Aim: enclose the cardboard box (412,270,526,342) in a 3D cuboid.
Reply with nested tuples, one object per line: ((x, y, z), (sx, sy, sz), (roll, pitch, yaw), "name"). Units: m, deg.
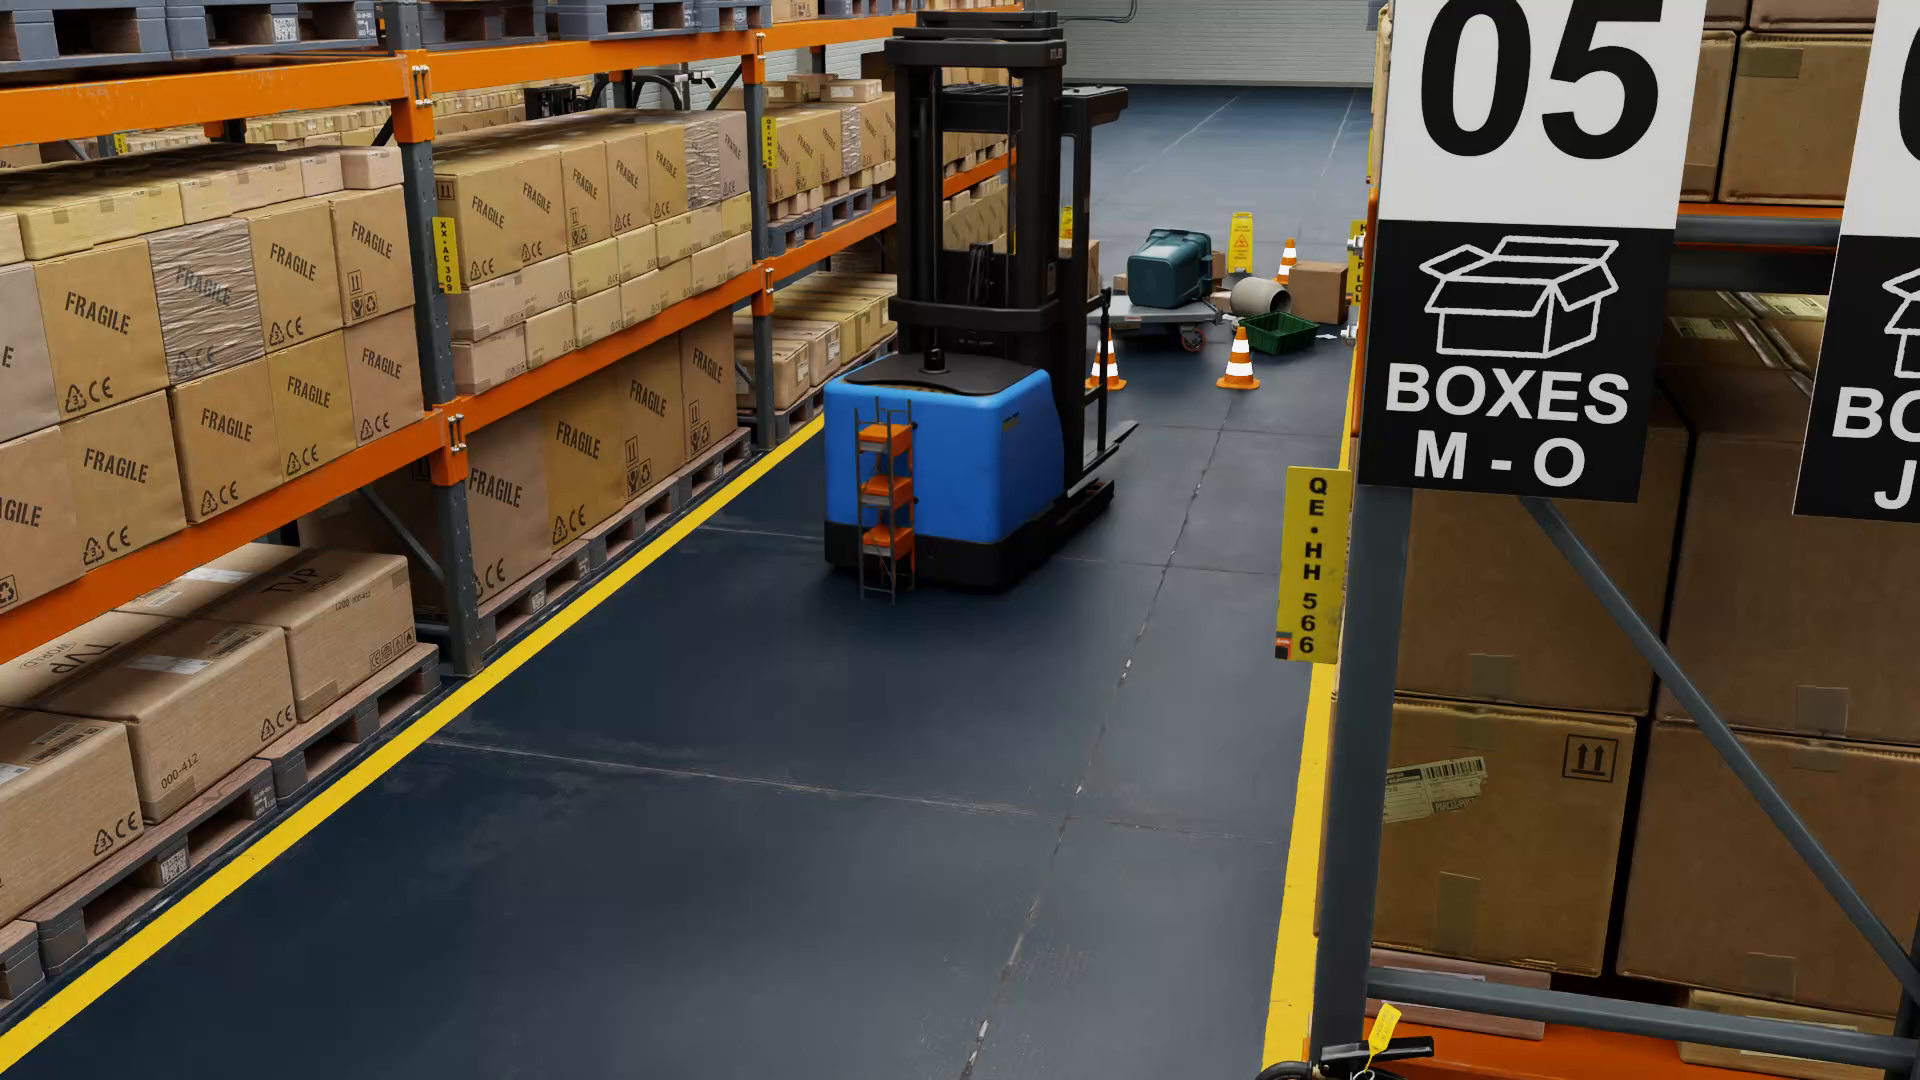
((-2.373, -1.104, 7.737), (0.500, 0.250, 0.500), (4, 19, 12), "cardboard box")

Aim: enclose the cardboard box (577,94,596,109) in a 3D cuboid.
((-4.502, -4.847, 19.082), (0.500, 0.500, 0.500), (4, 19, 12), "cardboard box")

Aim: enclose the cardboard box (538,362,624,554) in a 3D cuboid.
((-2.467, -0.500, 9.149), (0.875, 0.875, 0.875), (5, 20, 15), "cardboard box")

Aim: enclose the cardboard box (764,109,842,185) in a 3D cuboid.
((-1.198, -2.917, 12.321), (0.500, 0.500, 0.500), (5, 19, 14), "cardboard box")

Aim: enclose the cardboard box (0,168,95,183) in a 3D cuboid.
((-3.364, -1.252, 6.008), (0.380, 0.149, 0.250), (4, 19, 12), "cardboard box")

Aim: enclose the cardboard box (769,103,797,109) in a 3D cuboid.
((-1.563, -3.120, 12.916), (0.500, 0.500, 0.500), (4, 19, 11), "cardboard box")

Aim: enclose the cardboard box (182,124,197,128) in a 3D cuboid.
((-6.518, -3.349, 13.695), (0.380, 0.149, 0.250), (4, 19, 12), "cardboard box")

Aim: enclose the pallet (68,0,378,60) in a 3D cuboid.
((-2.964, -1.944, 6.236), (1.003, 0.211, 1.213), (5, 19, 13), "pallet")

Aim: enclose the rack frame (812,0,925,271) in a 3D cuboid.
((-0.799, -3.330, 14.796), (1.000, 3.000, 0.127), (5, 19, 13), "rack frame")

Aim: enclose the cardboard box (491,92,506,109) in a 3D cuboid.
((-4.940, -4.553, 17.219), (0.380, 0.149, 0.250), (4, 19, 12), "cardboard box")

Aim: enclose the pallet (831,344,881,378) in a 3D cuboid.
((-1.284, -1.383, 13.409), (1.003, 0.211, 1.213), (5, 19, 13), "pallet")

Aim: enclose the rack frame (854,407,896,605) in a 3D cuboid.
((-0.436, -0.165, 8.546), (0.200, 1.050, 0.008), (8, 22, 22), "rack frame")

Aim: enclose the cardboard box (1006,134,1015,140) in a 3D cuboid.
((0.313, -4.580, 17.841), (0.500, 0.500, 0.500), (4, 19, 12), "cardboard box")

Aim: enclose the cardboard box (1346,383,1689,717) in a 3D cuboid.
((0.964, -0.034, 2.984), (0.500, 0.500, 0.500), (4, 19, 12), "cardboard box")

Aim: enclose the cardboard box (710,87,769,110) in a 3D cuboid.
((-1.650, -3.305, 12.455), (0.380, 0.149, 0.250), (4, 19, 11), "cardboard box")

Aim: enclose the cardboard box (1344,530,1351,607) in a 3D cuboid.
((1.085, 0.280, 3.612), (0.500, 0.500, 0.500), (4, 19, 12), "cardboard box")

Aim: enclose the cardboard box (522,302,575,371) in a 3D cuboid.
((-2.265, -1.031, 8.297), (0.500, 0.250, 0.500), (4, 19, 12), "cardboard box")

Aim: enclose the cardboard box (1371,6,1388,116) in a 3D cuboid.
((1.311, -1.205, 4.165), (0.500, 0.250, 0.500), (6, 20, 16), "cardboard box")

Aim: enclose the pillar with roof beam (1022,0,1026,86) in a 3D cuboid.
((5.824, -16.729, 44.744), (9.100, 9.000, 0.400), (5, 19, 13), "pillar with roof beam")

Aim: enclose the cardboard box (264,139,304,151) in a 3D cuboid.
((-5.876, -3.234, 13.974), (0.500, 0.250, 0.500), (5, 19, 14), "cardboard box")

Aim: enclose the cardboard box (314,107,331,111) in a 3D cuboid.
((-6.024, -3.902, 15.312), (0.380, 0.149, 0.250), (4, 19, 12), "cardboard box")

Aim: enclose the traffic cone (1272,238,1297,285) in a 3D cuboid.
((3.496, -2.970, 17.666), (0.336, 0.463, 0.334), (5, 19, 13), "traffic cone")

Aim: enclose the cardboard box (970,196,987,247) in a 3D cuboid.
((-0.019, -3.243, 16.985), (0.500, 0.500, 0.500), (4, 19, 12), "cardboard box")

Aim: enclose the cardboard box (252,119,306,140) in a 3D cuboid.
((-5.755, -3.458, 14.014), (0.380, 0.149, 0.250), (4, 19, 12), "cardboard box")

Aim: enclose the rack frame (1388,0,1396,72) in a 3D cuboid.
((1.094, -2.048, 1.763), (1.000, 3.000, 0.127), (5, 19, 13), "rack frame")

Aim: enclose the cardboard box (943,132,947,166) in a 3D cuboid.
((-0.421, -3.634, 15.071), (0.500, 0.500, 0.500), (5, 19, 13), "cardboard box")

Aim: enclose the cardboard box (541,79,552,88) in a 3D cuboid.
((-4.676, -5.014, 18.108), (0.380, 0.149, 0.250), (5, 20, 15), "cardboard box")

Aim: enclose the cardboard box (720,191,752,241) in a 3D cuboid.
((-1.649, -2.070, 10.566), (0.500, 0.250, 0.500), (5, 19, 13), "cardboard box")

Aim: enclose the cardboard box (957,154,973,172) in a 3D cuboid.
((-0.090, -3.685, 16.223), (0.380, 0.149, 0.250), (5, 19, 14), "cardboard box")

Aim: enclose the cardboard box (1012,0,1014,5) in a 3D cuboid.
((0.362, -5.750, 17.630), (0.380, 0.149, 0.250), (5, 19, 14), "cardboard box")

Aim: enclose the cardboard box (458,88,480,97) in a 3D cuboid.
((-5.055, -4.535, 16.705), (0.380, 0.149, 0.250), (5, 20, 15), "cardboard box")

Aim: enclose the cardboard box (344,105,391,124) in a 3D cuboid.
((-5.482, -3.950, 15.454), (0.380, 0.149, 0.250), (5, 20, 15), "cardboard box")

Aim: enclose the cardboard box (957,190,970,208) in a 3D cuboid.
((-0.118, -3.333, 16.246), (0.380, 0.149, 0.250), (6, 20, 17), "cardboard box")

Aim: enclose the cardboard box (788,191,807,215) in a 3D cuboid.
((-1.304, -2.411, 11.846), (0.380, 0.149, 0.250), (3, 19, 10), "cardboard box")

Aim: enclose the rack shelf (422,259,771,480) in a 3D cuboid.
((-2.265, -1.109, 9.406), (1.077, 0.370, 4.000), (5, 19, 13), "rack shelf")

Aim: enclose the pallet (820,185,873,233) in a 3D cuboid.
((-1.333, -2.609, 12.982), (1.003, 0.211, 1.213), (5, 19, 13), "pallet")

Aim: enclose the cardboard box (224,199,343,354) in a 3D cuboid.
((-2.733, -1.015, 6.317), (0.500, 0.500, 0.500), (4, 19, 13), "cardboard box")

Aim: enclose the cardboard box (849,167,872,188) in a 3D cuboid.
((-0.921, -2.908, 13.300), (0.380, 0.149, 0.250), (5, 19, 13), "cardboard box")

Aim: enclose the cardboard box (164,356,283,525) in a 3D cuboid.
((-2.848, -0.384, 6.016), (0.500, 0.500, 0.500), (4, 19, 13), "cardboard box")

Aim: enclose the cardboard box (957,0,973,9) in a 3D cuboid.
((-0.085, -5.106, 15.744), (0.380, 0.149, 0.250), (4, 19, 12), "cardboard box")

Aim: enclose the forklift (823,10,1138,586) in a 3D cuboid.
((0.307, -1.579, 9.776), (1.130, 2.935, 3.031), (8, 20, 22), "forklift")

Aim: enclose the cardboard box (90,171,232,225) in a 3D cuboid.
((-2.831, -1.215, 5.898), (0.380, 0.149, 0.250), (5, 19, 13), "cardboard box")

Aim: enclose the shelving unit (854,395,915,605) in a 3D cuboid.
((-0.387, -0.204, 8.651), (0.215, 1.050, 0.252), (8, 22, 22), "shelving unit")

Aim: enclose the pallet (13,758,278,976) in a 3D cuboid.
((-3.312, 1.113, 6.103), (1.003, 0.211, 1.213), (5, 19, 13), "pallet")

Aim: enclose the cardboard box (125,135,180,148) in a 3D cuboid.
((-6.163, -2.982, 12.618), (0.380, 0.149, 0.250), (5, 20, 15), "cardboard box")

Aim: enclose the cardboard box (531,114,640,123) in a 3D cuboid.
((-2.246, -2.305, 10.094), (0.500, 0.500, 0.500), (5, 19, 14), "cardboard box")

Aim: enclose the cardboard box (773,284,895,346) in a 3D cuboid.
((-1.097, -1.895, 14.010), (0.950, 0.372, 0.625), (6, 20, 17), "cardboard box")

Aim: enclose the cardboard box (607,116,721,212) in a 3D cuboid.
((-1.767, -2.253, 9.940), (0.500, 0.500, 0.500), (5, 19, 14), "cardboard box")

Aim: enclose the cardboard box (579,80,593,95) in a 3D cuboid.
((-4.449, -5.198, 19.107), (0.380, 0.149, 0.250), (5, 19, 14), "cardboard box")

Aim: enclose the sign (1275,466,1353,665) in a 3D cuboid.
((0.560, 0.043, 2.641), (0.100, 0.325, 0.005), (5, 19, 13), "sign")

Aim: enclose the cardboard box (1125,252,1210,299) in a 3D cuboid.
((1.983, -2.422, 15.791), (0.797, 0.637, 0.503), (5, 19, 13), "cardboard box")

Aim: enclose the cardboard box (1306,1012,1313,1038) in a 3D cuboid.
((1.034, 1.308, 4.058), (0.380, 0.149, 0.250), (4, 19, 12), "cardboard box")

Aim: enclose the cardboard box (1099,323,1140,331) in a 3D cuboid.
((1.481, -2.122, 15.489), (0.258, 0.266, 0.396), (-9, 21, -24), "cardboard box")

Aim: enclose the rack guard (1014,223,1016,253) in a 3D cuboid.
((0.159, -3.377, 18.801), (1.175, 0.500, 0.348), (5, 19, 13), "rack guard")
